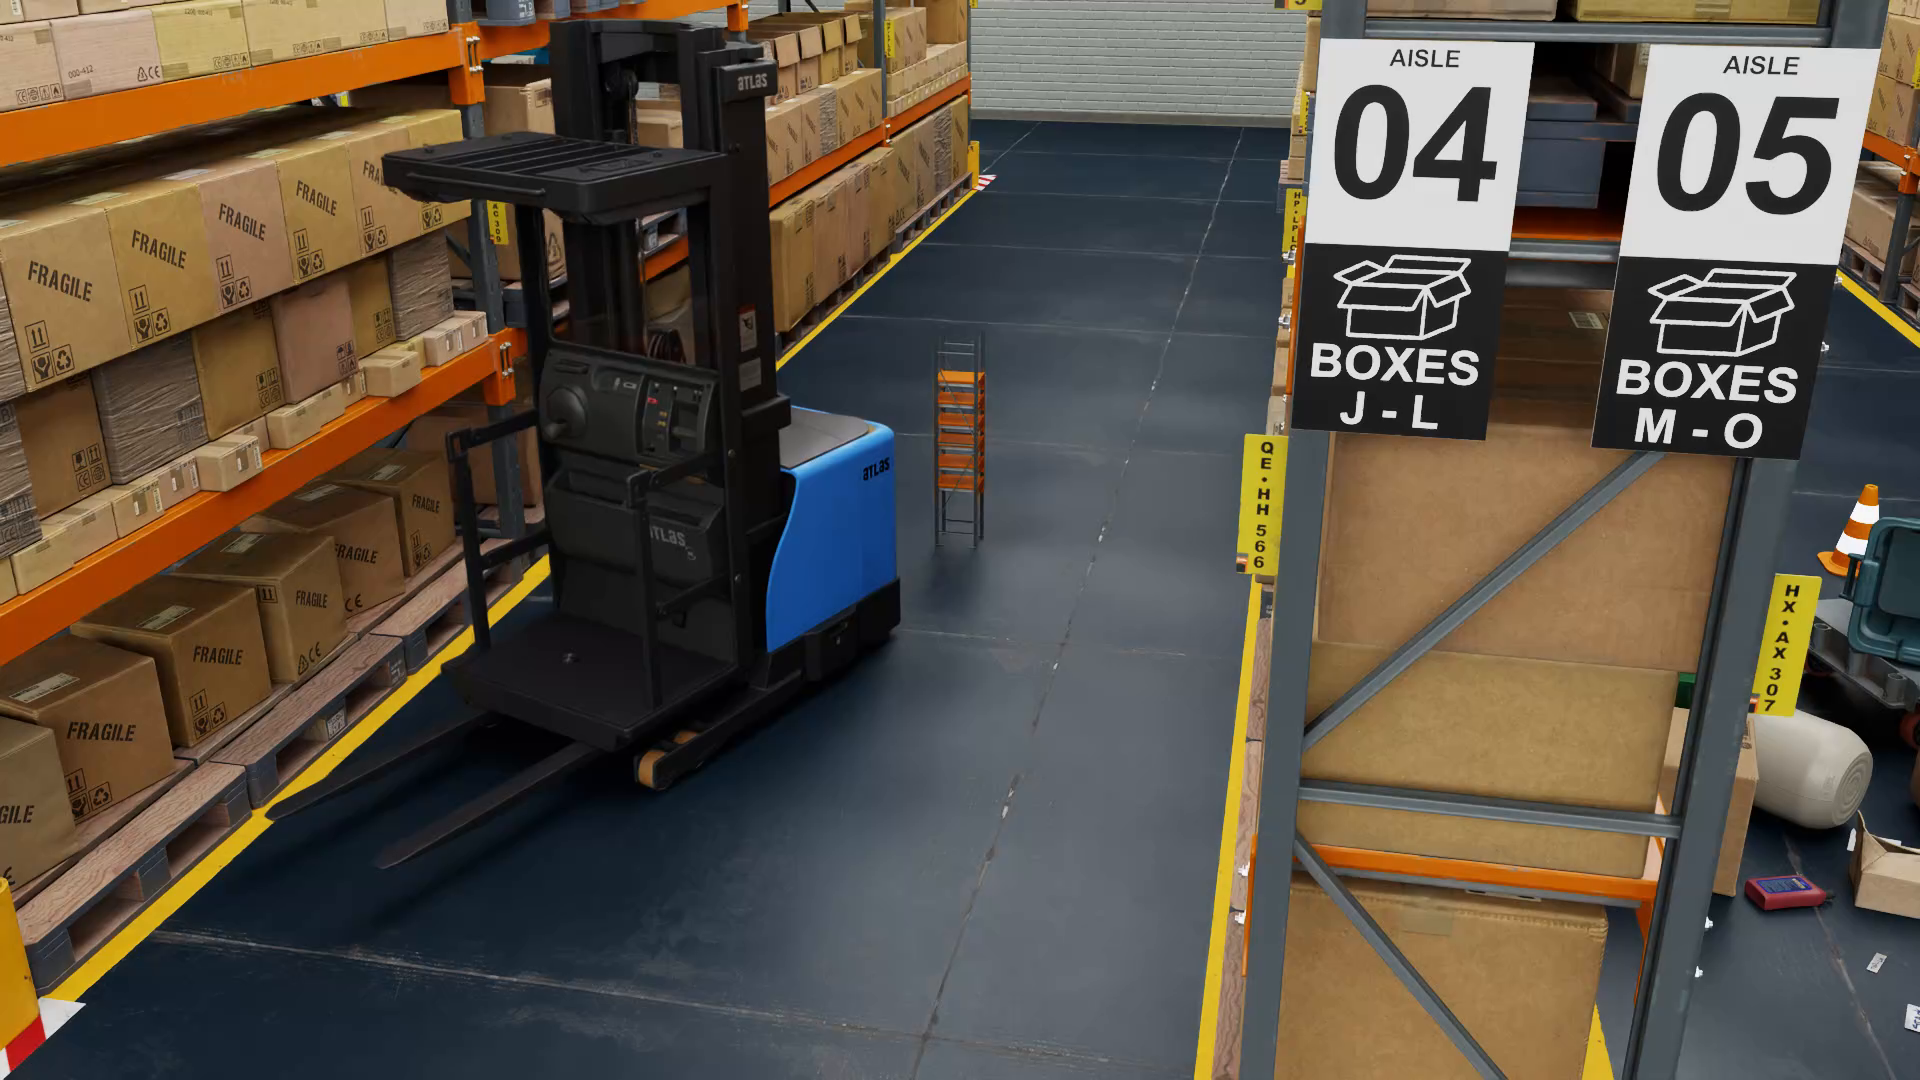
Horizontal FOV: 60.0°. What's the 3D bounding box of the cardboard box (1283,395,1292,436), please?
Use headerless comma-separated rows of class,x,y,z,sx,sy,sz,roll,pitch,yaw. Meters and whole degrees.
cardboard box,1.633,-0.387,6.098,0.875,0.550,0.550,4,22,11

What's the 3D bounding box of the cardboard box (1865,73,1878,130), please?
cardboard box,8.543,-4.039,15.233,0.500,0.500,0.500,4,22,10

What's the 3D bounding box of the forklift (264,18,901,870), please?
forklift,-1.506,-0.535,6.759,1.130,2.935,3.031,13,26,30

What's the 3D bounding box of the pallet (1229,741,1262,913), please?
pallet,1.533,1.169,6.169,1.003,0.211,1.213,4,22,11

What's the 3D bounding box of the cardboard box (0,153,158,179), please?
cardboard box,-3.458,-1.213,6.479,0.500,0.500,0.500,4,22,11

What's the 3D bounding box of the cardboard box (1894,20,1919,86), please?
cardboard box,8.337,-4.134,14.130,0.500,0.500,0.500,4,22,10

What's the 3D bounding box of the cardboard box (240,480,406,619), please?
cardboard box,-3.054,0.059,7.977,0.500,0.500,0.500,12,25,28

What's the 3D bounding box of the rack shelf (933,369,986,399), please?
rack shelf,-0.003,-0.844,8.998,0.258,0.103,0.180,4,22,11

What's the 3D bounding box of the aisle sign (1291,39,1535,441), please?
aisle sign,0.887,-0.584,3.309,0.394,0.787,0.004,4,22,11

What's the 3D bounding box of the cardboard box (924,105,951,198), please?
cardboard box,-0.613,-4.284,18.258,0.875,0.875,0.875,4,22,11

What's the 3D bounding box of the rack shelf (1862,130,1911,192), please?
rack shelf,8.919,-3.827,15.805,1.077,0.370,4.000,4,22,11

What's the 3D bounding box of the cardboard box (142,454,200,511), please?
cardboard box,-3.099,-0.224,6.230,0.380,0.149,0.250,4,22,11

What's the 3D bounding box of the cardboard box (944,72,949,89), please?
cardboard box,-0.332,-5.003,18.096,0.380,0.149,0.250,4,22,10

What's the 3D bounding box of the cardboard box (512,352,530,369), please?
cardboard box,-2.447,-0.905,10.341,0.700,0.500,0.500,3,22,6

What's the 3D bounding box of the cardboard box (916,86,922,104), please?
cardboard box,-0.594,-4.534,16.932,0.380,0.149,0.250,4,22,10

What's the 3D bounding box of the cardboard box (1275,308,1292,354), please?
cardboard box,2.440,-0.923,10.079,1.050,0.750,0.750,5,22,12

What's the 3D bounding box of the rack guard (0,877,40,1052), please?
rack guard,-3.624,1.335,5.369,1.175,0.500,0.348,4,22,11

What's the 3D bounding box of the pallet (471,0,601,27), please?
pallet,-2.593,-2.781,8.481,1.213,0.211,1.003,4,22,11

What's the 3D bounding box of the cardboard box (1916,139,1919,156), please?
cardboard box,8.162,-3.219,13.533,0.500,0.250,0.500,4,22,10

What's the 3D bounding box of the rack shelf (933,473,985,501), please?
rack shelf,-0.003,-0.287,9.223,0.258,0.103,0.180,4,22,11

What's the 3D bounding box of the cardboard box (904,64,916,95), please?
cardboard box,-0.732,-4.587,16.530,0.500,0.250,0.500,4,22,11

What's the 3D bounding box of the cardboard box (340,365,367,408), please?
cardboard box,-2.872,-0.683,7.370,0.380,0.149,0.250,4,22,11

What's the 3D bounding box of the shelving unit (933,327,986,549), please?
shelving unit,-0.003,-0.551,9.116,0.258,1.200,0.189,4,22,11

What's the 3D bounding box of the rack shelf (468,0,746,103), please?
rack shelf,-2.415,-3.049,9.856,1.077,0.370,4.000,4,22,11

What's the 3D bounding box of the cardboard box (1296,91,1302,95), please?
cardboard box,2.692,-3.249,12.383,0.380,0.149,0.250,4,22,11

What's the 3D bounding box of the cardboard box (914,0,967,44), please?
cardboard box,-0.217,-5.866,18.703,0.500,0.500,0.500,5,22,12

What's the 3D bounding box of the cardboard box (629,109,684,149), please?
cardboard box,-2.094,-2.551,10.977,0.700,0.500,0.500,8,23,19

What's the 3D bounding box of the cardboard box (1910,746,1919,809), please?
cardboard box,4.125,0.876,6.323,0.797,0.637,0.503,4,22,11

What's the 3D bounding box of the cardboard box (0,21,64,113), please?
cardboard box,-3.189,-1.464,5.159,0.500,0.250,0.500,4,22,10

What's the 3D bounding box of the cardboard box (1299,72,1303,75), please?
cardboard box,2.954,-3.728,13.573,0.380,0.149,0.250,4,22,10

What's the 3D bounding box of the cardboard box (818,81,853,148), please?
cardboard box,-1.227,-3.668,14.311,0.500,0.500,0.500,4,22,10

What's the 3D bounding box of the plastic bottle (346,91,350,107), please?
plastic bottle,-5.878,-4.203,15.940,0.152,0.276,0.135,4,22,11

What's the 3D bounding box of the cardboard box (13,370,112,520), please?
cardboard box,-3.516,-0.372,5.730,0.875,0.500,0.500,4,22,11

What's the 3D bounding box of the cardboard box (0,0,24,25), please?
cardboard box,-3.153,-1.670,5.136,0.380,0.149,0.250,5,23,13

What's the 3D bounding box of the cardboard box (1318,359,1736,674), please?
cardboard box,1.309,-0.085,3.902,0.875,0.550,0.550,4,22,11

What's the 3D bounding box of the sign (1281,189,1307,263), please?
sign,1.478,-1.382,7.327,0.100,0.325,0.005,4,22,11

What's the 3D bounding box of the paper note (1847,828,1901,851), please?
paper note,3.526,1.173,6.411,0.172,0.023,0.155,13,25,29

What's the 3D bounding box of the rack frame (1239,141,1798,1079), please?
rack frame,1.195,0.619,3.803,1.000,3.000,0.127,4,22,11

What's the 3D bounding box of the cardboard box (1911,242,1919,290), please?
cardboard box,8.462,-2.406,13.595,0.875,0.875,0.875,5,23,13

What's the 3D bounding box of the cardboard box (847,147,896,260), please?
cardboard box,-1.302,-3.159,15.464,1.225,0.875,0.875,5,22,11

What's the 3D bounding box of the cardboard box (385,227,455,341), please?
cardboard box,-2.976,-1.284,7.994,0.875,0.500,0.500,4,22,11

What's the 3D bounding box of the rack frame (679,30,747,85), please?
rack frame,-2.007,-2.722,12.098,1.000,3.000,0.127,4,22,11

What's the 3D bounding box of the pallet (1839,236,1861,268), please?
pallet,8.989,-2.856,16.162,1.003,0.211,1.213,4,22,11

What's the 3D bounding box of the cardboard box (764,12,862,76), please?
cardboard box,-1.313,-4.463,14.942,0.797,0.503,0.637,4,22,10

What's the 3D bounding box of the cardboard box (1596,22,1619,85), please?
cardboard box,1.631,-1.092,3.674,0.380,0.149,0.250,5,22,11

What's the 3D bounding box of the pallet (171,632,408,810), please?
pallet,-3.173,0.730,7.259,1.003,0.211,1.213,4,22,11

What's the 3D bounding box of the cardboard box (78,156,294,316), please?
cardboard box,-2.955,-1.174,6.382,0.500,0.500,0.500,4,22,11

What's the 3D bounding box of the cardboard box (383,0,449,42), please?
cardboard box,-2.661,-2.395,7.470,0.500,0.250,0.500,5,23,13

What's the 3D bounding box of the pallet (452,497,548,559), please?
pallet,-2.666,-0.251,9.694,1.003,0.211,1.213,4,22,11

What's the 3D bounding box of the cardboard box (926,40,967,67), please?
cardboard box,-0.214,-5.519,18.845,0.500,0.250,0.500,4,22,10
